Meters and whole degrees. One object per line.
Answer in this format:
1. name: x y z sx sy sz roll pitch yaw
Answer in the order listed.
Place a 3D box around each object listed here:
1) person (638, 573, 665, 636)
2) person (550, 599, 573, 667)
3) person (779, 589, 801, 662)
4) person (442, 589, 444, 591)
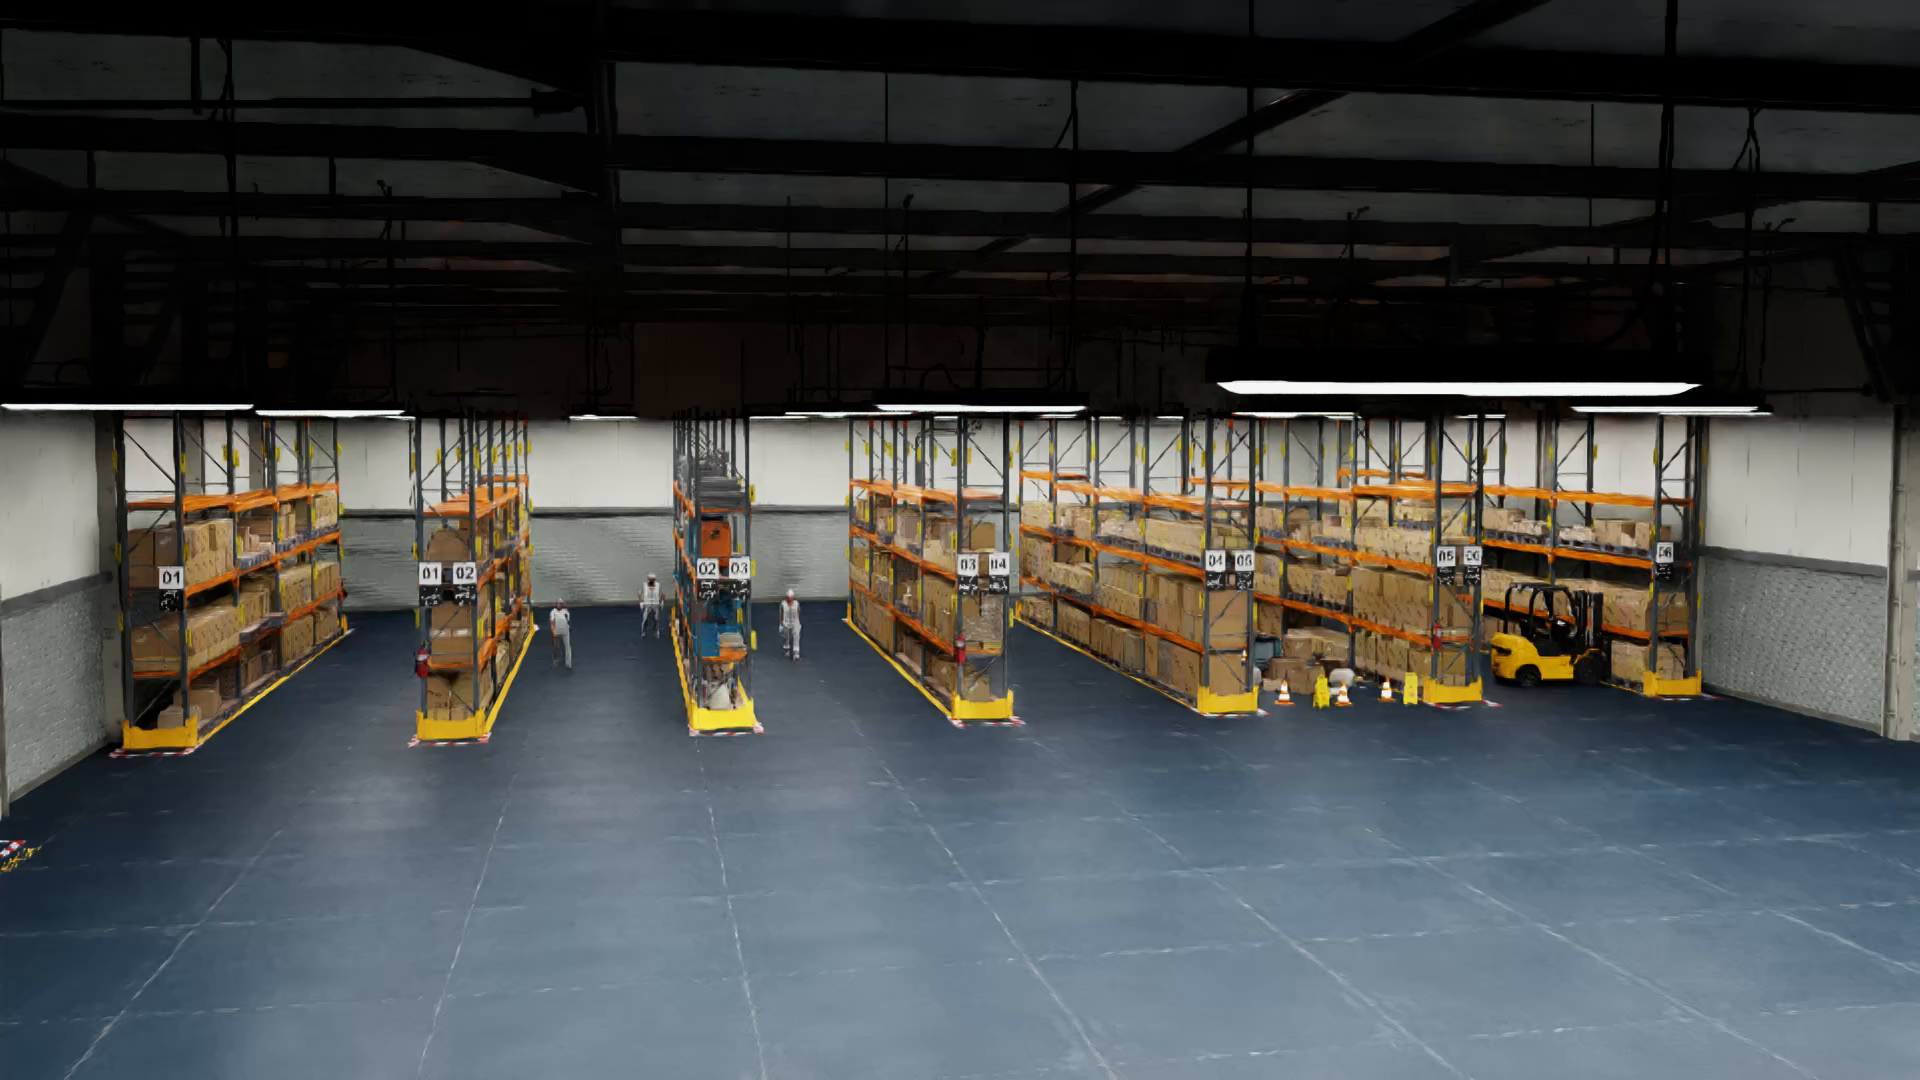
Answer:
1. person: -8.209 1.722 44.226 0.702 1.734 0.549 -1 4 -12
2. person: -9.323 2.155 38.781 0.491 1.598 1.000 -1 4 -19
3. person: -4.067 2.024 39.817 0.553 1.709 1.123 -1 4 -9
4. person: -13.650 1.682 44.099 0.636 1.775 0.677 1 4 19
